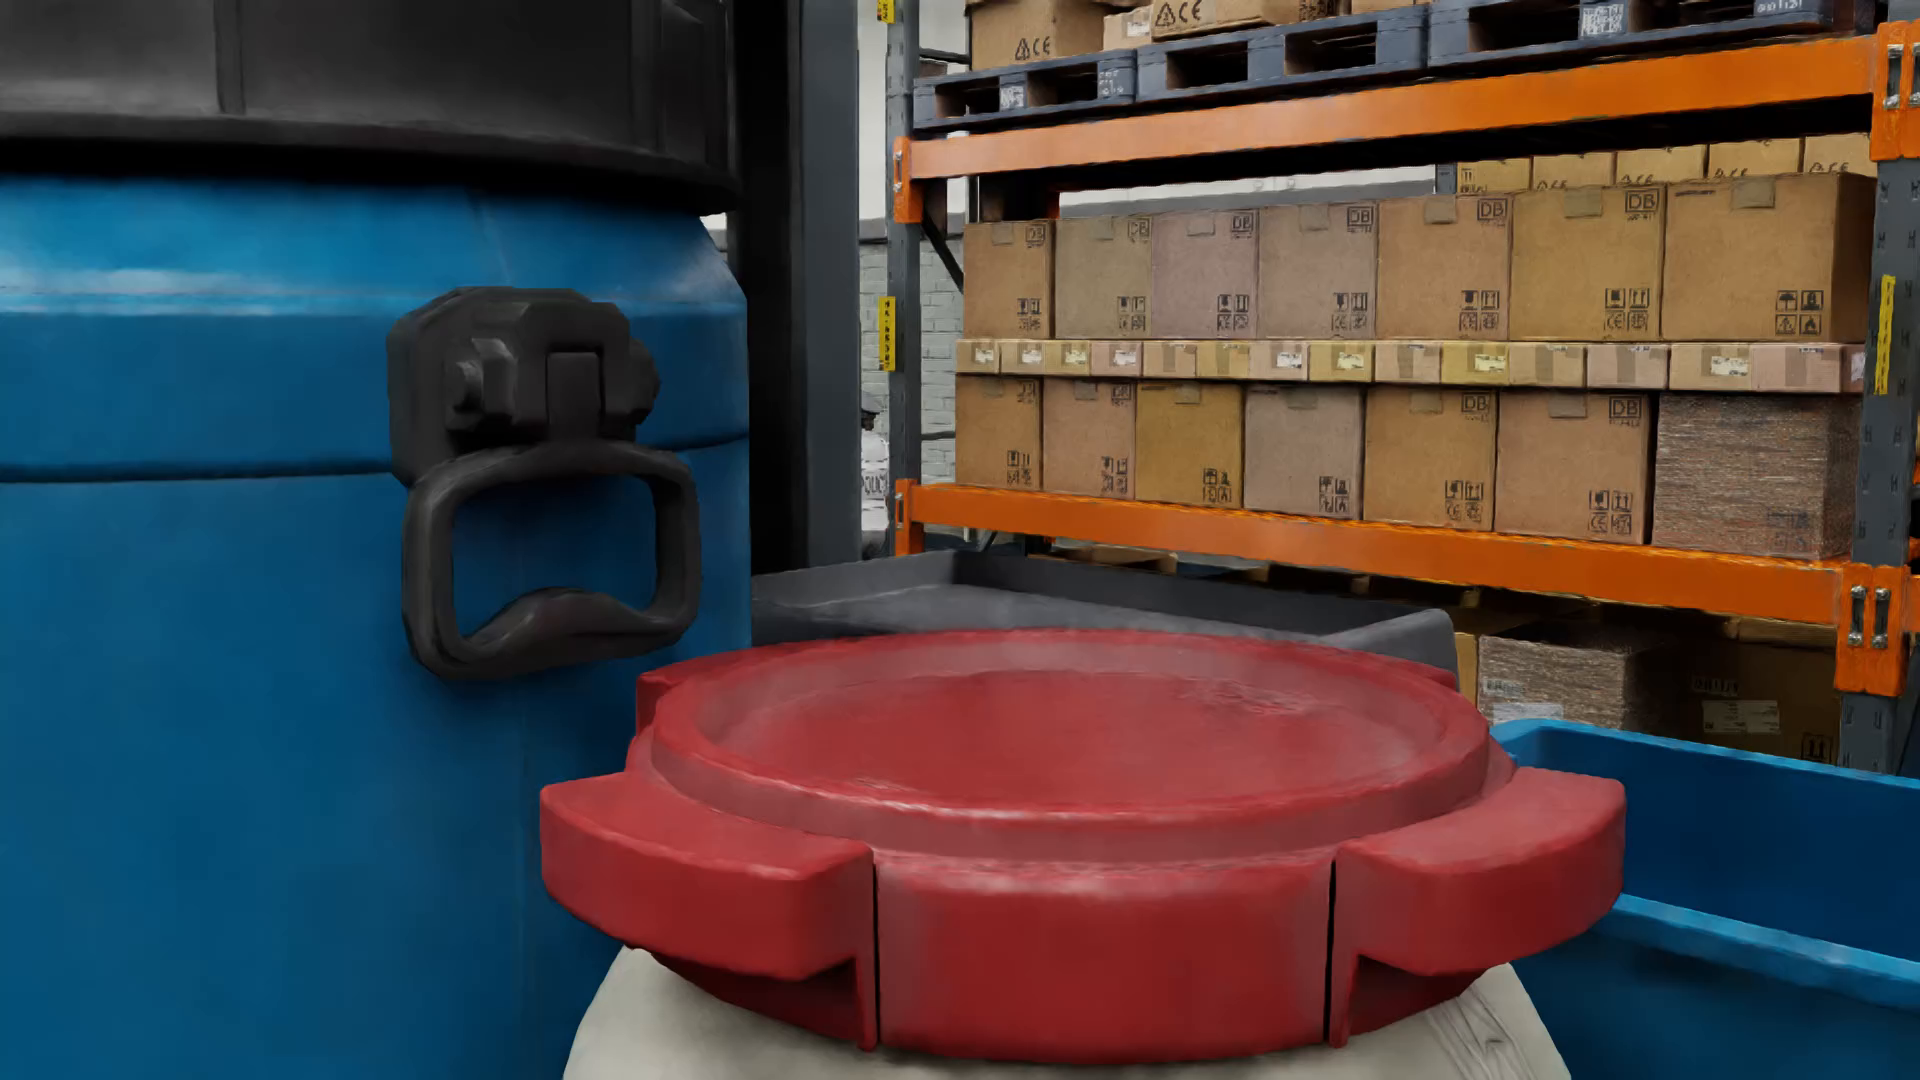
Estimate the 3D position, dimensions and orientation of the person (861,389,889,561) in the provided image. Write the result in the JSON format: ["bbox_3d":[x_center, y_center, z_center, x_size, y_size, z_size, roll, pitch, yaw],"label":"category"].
[{"bbox_3d":[-0.664,-0.056,9.719,0.465,1.669,0.632,5,9,34],"label":"person"}]
